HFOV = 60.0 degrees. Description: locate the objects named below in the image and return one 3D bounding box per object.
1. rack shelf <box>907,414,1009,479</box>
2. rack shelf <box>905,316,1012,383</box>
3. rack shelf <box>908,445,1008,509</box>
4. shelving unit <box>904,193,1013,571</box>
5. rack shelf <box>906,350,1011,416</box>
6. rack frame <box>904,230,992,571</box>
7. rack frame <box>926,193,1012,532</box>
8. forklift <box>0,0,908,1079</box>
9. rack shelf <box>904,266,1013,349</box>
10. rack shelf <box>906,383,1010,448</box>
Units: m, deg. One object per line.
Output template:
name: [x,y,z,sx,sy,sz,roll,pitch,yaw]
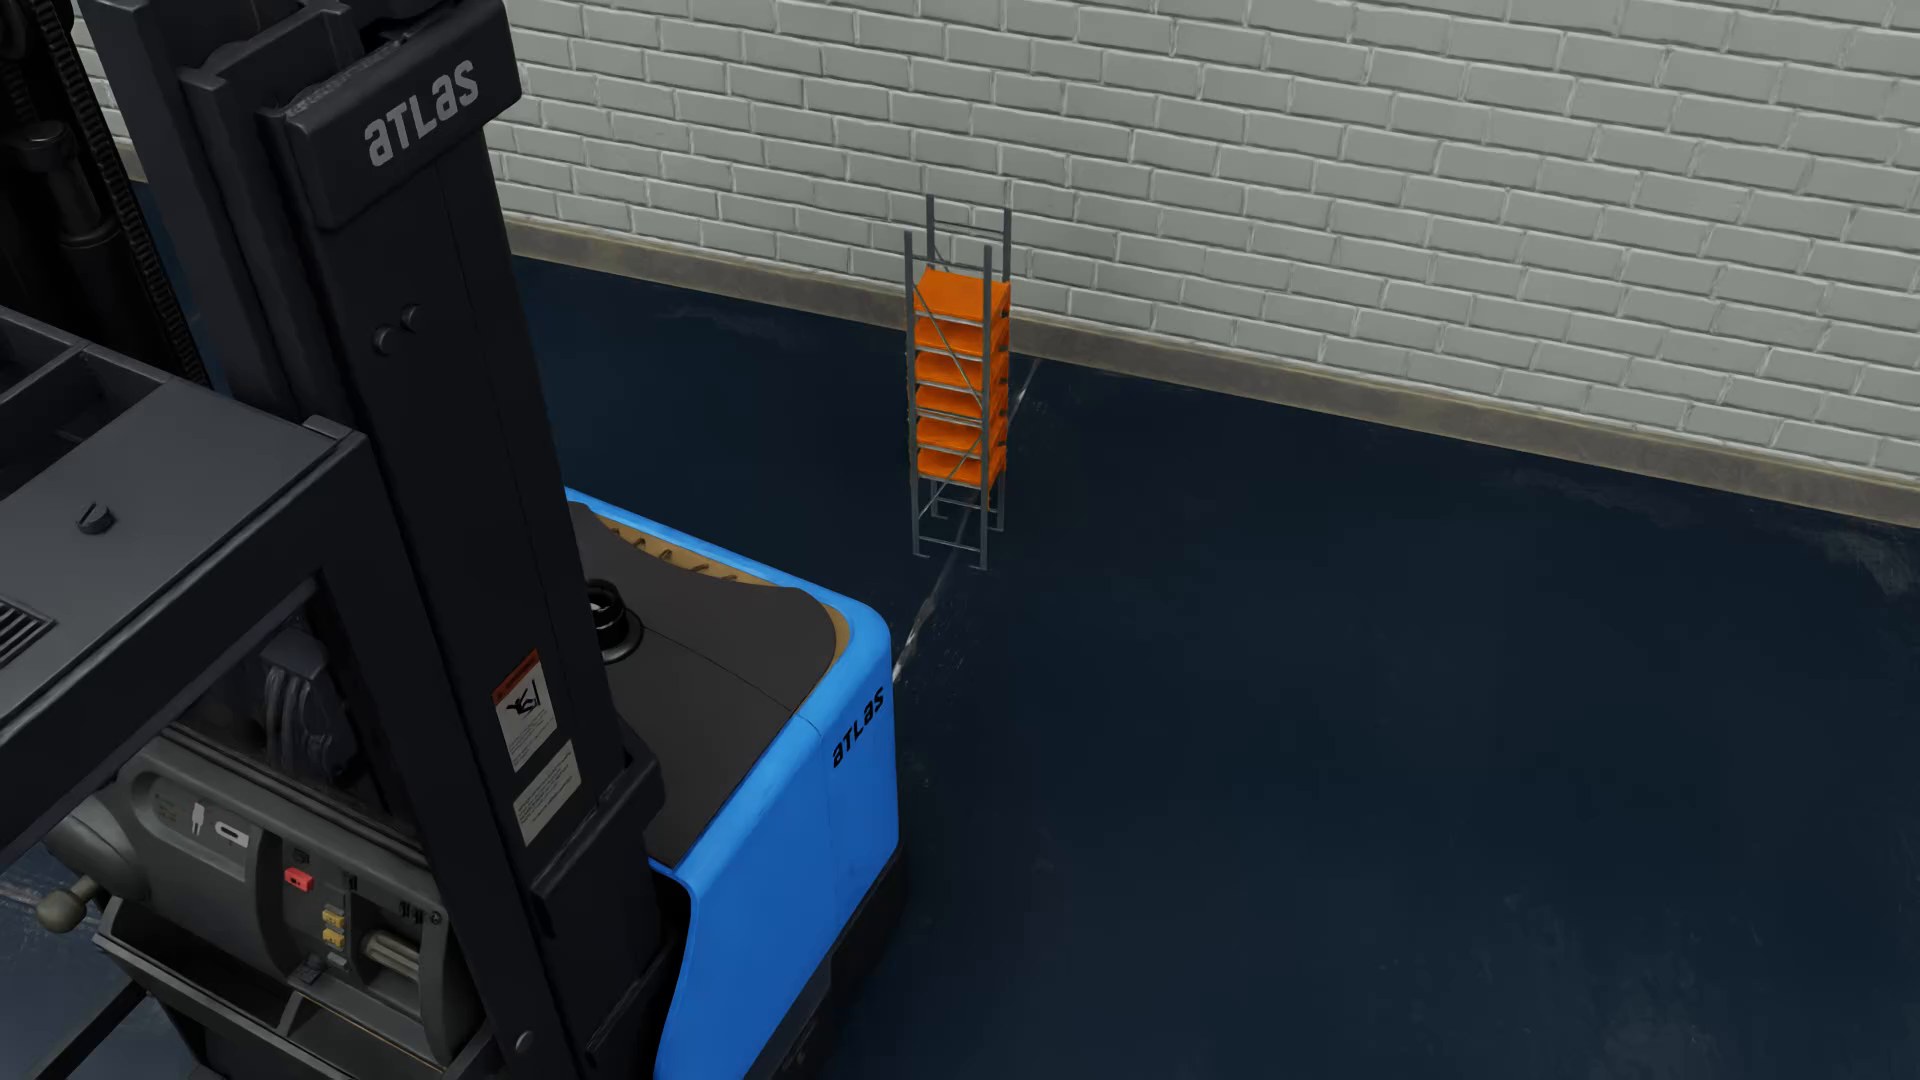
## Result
rack shelf: [-0.004,-0.302,4.936,0.258,0.103,0.180,13,46,12]
rack shelf: [-0.004,-0.559,4.684,0.258,0.103,0.180,13,46,12]
rack shelf: [-0.004,-0.216,5.019,0.258,0.103,0.180,13,46,12]
shelving unit: [-0.004,-0.419,4.821,0.258,1.200,0.189,13,46,13]
rack shelf: [-0.004,-0.473,4.768,0.258,0.103,0.180,13,46,12]
rack frame: [-0.032,-0.358,4.758,0.240,1.200,0.006,13,46,13]
rack frame: [0.023,-0.480,4.883,0.240,1.200,0.006,13,46,13]
forklift: [-1.266,0.632,2.509,1.130,2.935,3.031,20,48,19]
rack shelf: [-0.004,-0.645,4.600,0.258,0.103,0.180,13,46,12]
rack shelf: [-0.004,-0.387,4.852,0.258,0.103,0.180,13,46,12]
